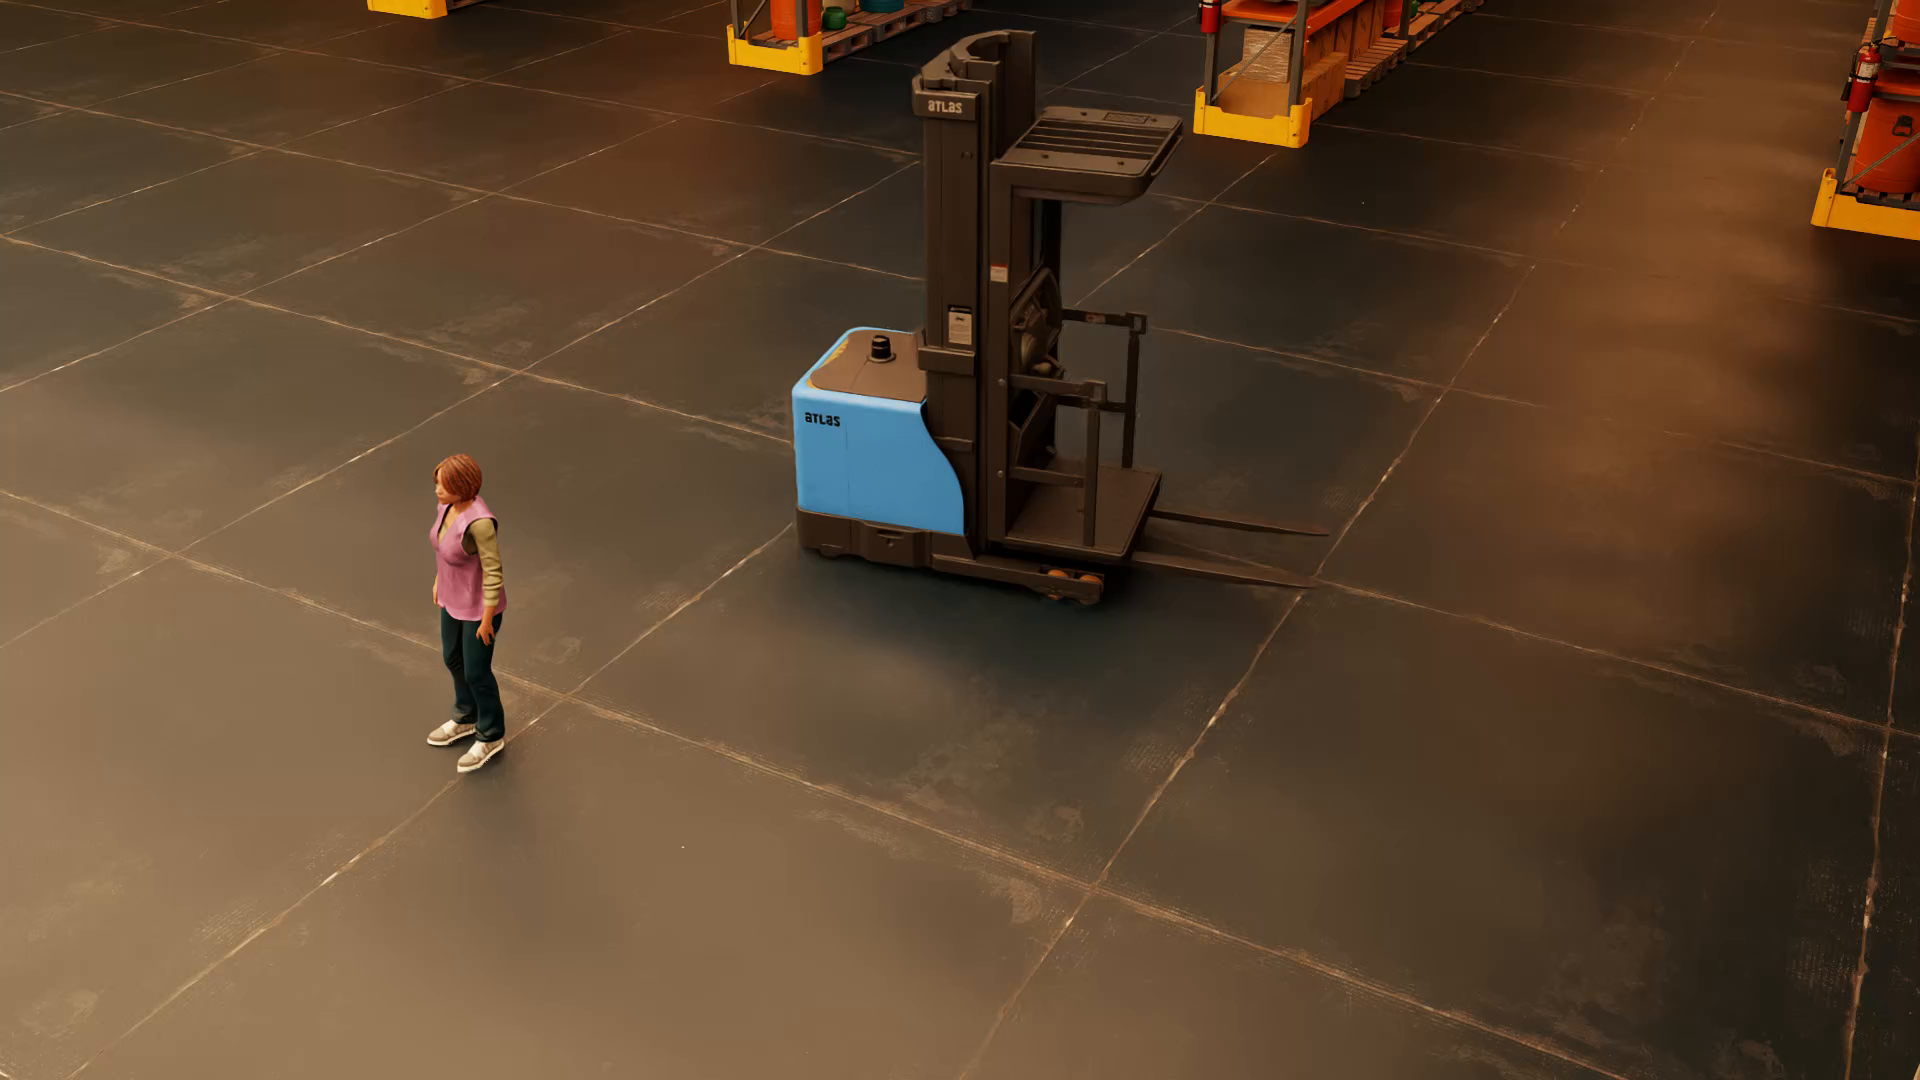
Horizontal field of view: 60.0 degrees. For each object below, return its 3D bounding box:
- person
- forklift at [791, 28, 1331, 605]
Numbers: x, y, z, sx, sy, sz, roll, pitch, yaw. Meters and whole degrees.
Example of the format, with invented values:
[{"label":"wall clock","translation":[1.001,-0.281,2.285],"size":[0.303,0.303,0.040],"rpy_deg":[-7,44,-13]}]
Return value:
[{"label":"person","translation":[-2.353,0.336,7.829],"size":[0.419,1.611,0.497],"rpy_deg":[-22,37,-33]},{"label":"forklift","translation":[0.608,-1.201,9.152],"size":[3.031,2.935,1.130],"rpy_deg":[9,31,15]}]
